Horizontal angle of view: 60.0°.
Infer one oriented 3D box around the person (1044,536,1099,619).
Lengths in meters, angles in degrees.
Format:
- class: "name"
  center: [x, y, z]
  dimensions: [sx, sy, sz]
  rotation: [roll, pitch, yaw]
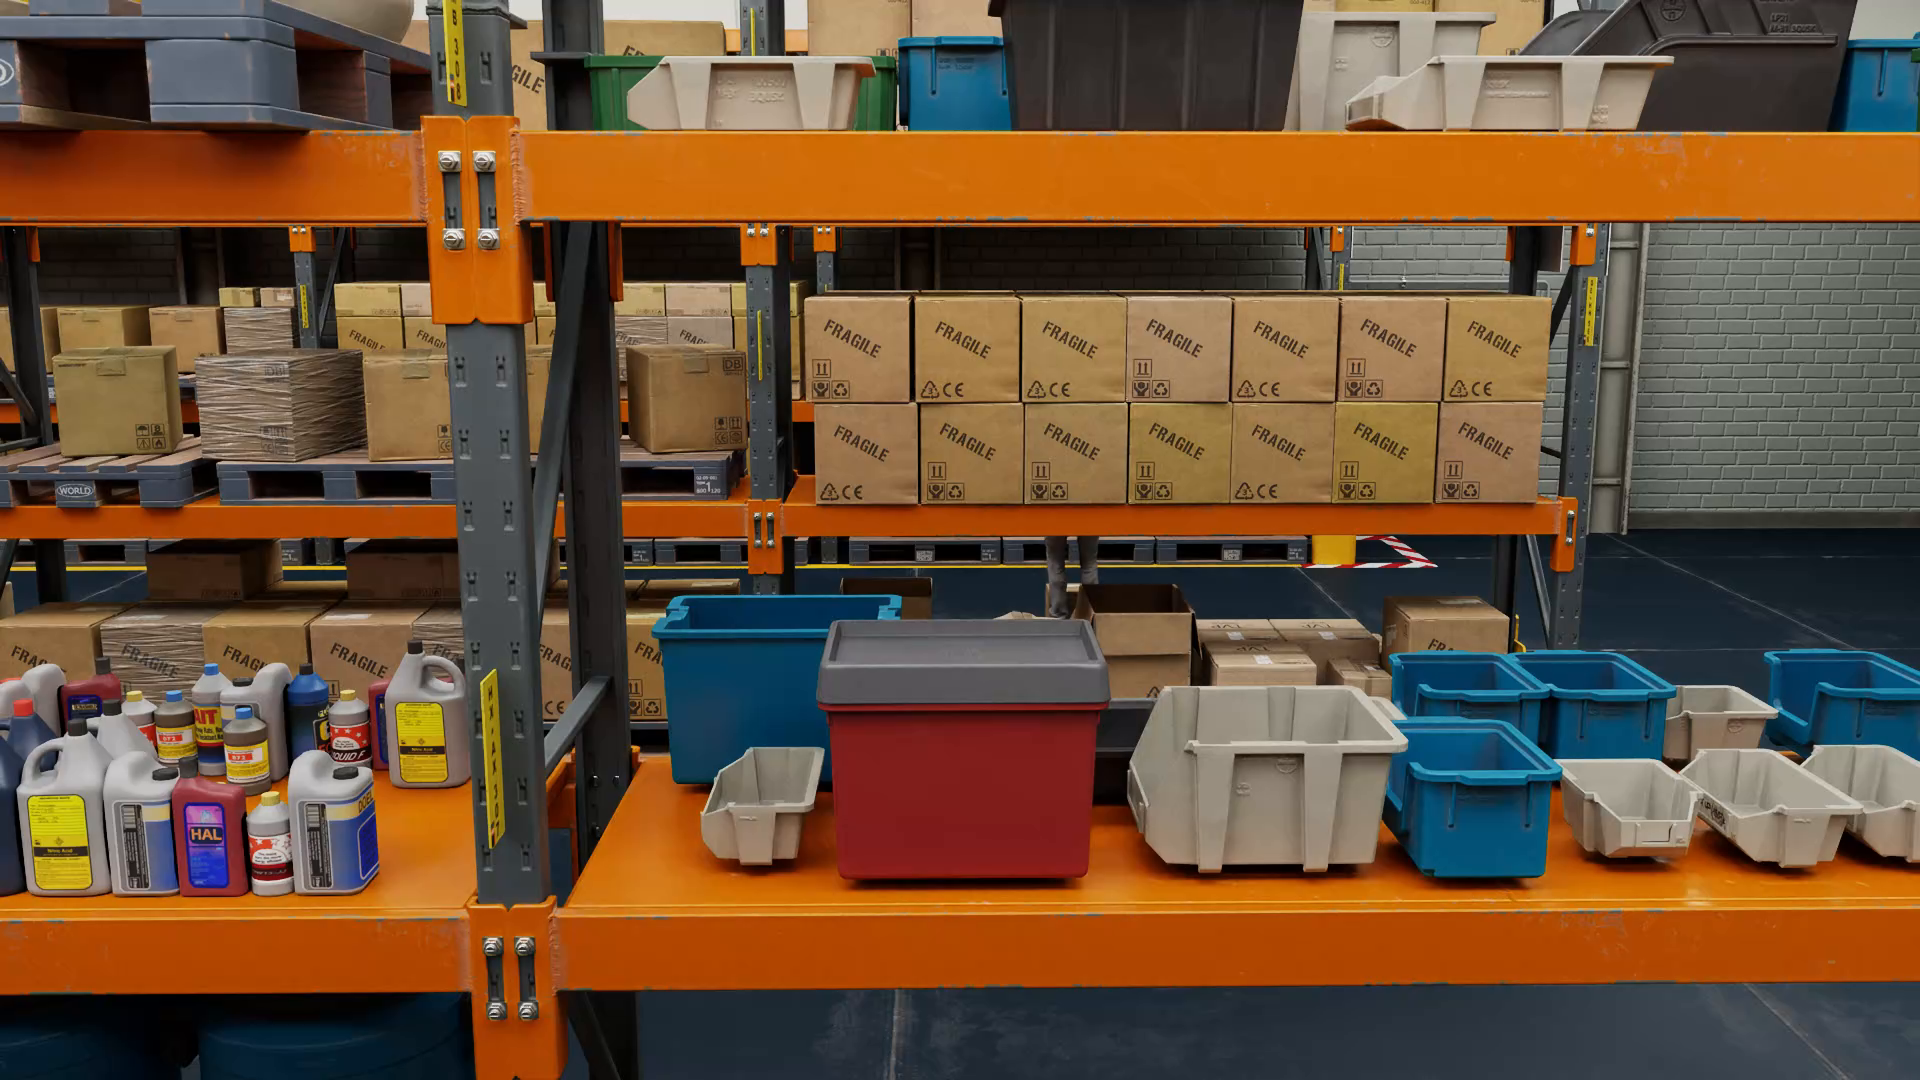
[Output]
- class: "person"
  center: [0.724, -0.175, 10.887]
  dimensions: [0.480, 1.592, 0.377]
  rotation: [-1, 11, -5]
